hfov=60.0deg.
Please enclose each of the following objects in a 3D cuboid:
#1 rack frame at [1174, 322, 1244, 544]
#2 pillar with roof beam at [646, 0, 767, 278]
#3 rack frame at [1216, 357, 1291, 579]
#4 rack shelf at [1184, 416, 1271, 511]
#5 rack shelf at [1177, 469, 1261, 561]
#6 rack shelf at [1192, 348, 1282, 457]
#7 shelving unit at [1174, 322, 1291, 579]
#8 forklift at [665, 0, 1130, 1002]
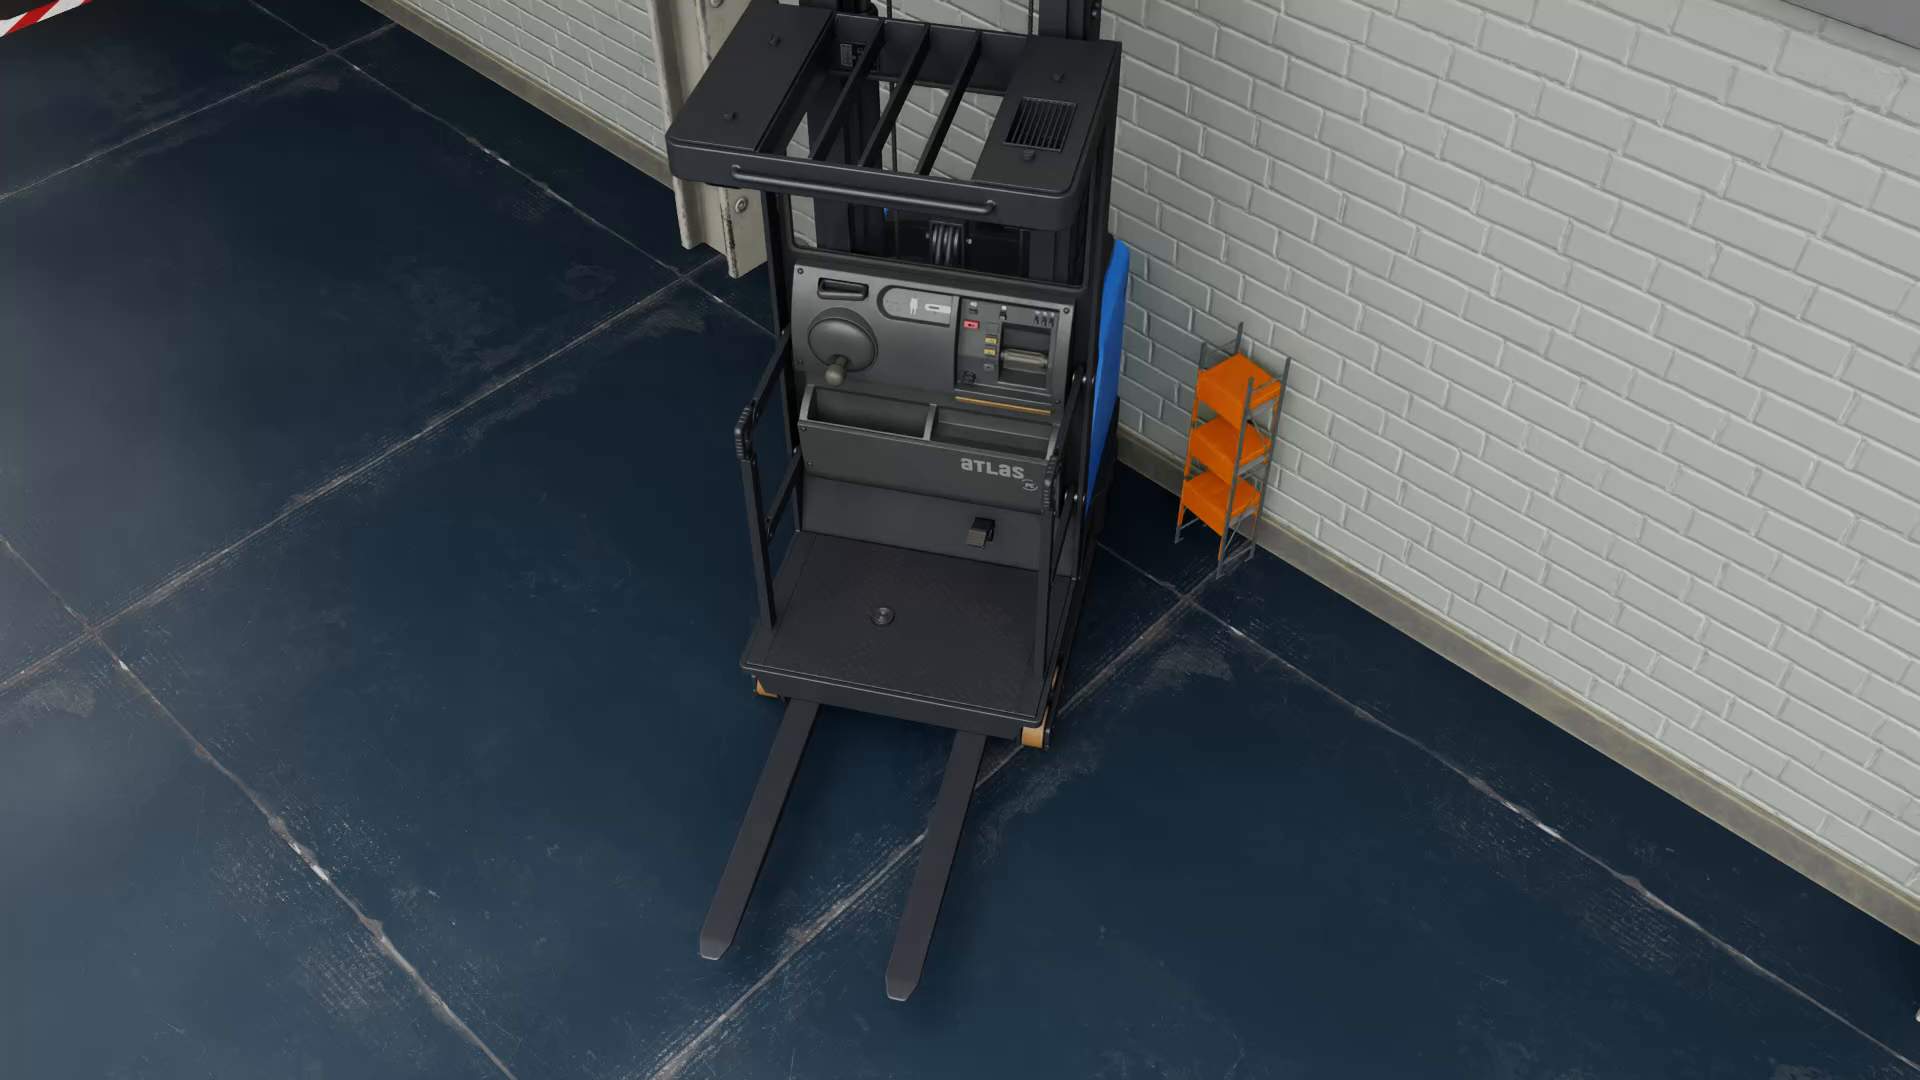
[{"bbox_3d":[0.951,-0.391,6.397,0.200,1.050,0.008,-29,53,-24],"label":"rack frame"},{"bbox_3d":[-4.028,-2.197,2.640,0.400,9.000,9.100,34,55,28],"label":"pillar with roof beam"},{"bbox_3d":[1.098,-0.249,6.263,0.200,1.050,0.008,-29,53,-24],"label":"rack frame"},{"bbox_3d":[1.024,-0.312,6.338,0.215,0.259,0.240,-29,53,-24],"label":"rack shelf"},{"bbox_3d":[1.024,-0.122,6.540,0.215,0.259,0.240,-29,53,-24],"label":"rack shelf"},{"bbox_3d":[1.024,-0.507,6.131,0.215,0.259,0.240,-29,53,-24],"label":"rack shelf"},{"bbox_3d":[1.024,-0.320,6.330,0.215,1.050,0.252,-29,53,-24],"label":"shelving unit"},{"bbox_3d":[-0.143,-0.562,5.267,1.130,2.935,3.031,10,48,9],"label":"forklift"}]
